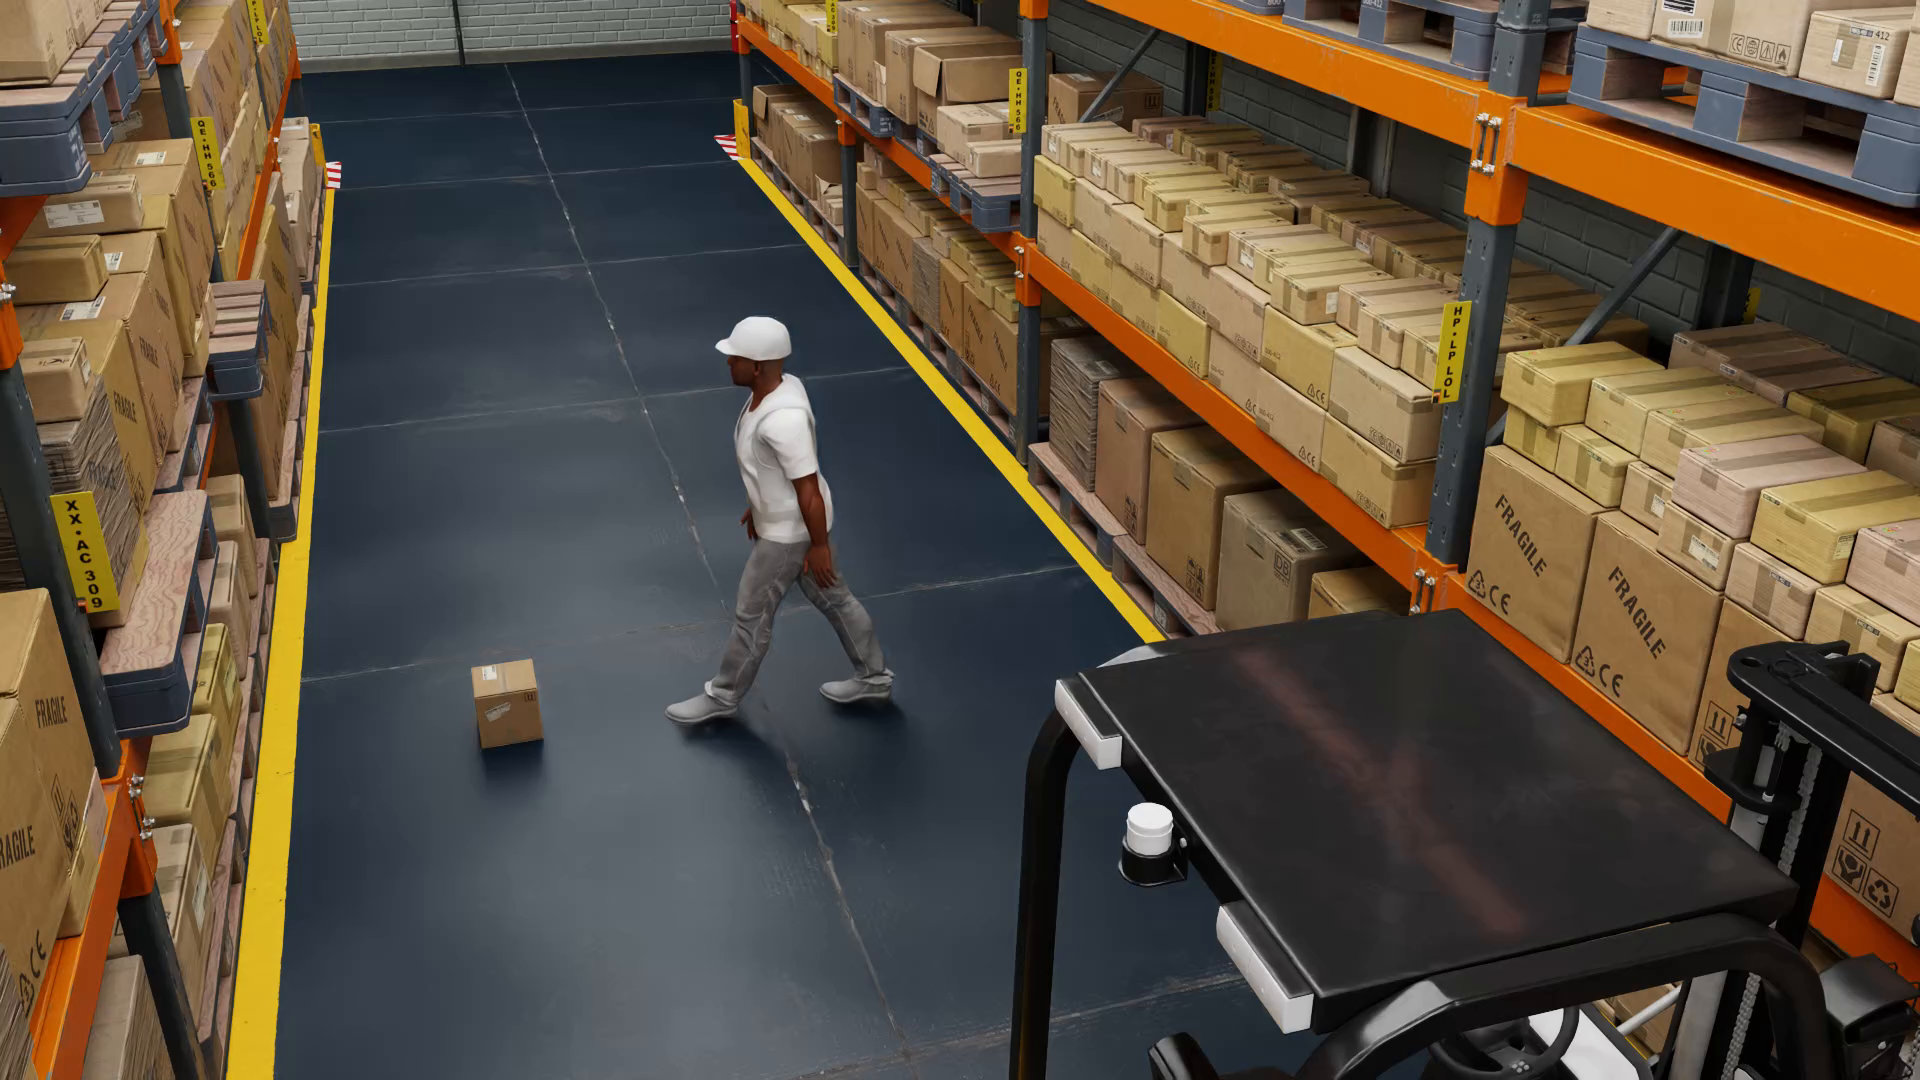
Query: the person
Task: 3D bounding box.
[{"bbox_3d":[-0.756,-0.087,6.739,0.959,1.706,0.597,0,26,-1],"label":"person"}]
